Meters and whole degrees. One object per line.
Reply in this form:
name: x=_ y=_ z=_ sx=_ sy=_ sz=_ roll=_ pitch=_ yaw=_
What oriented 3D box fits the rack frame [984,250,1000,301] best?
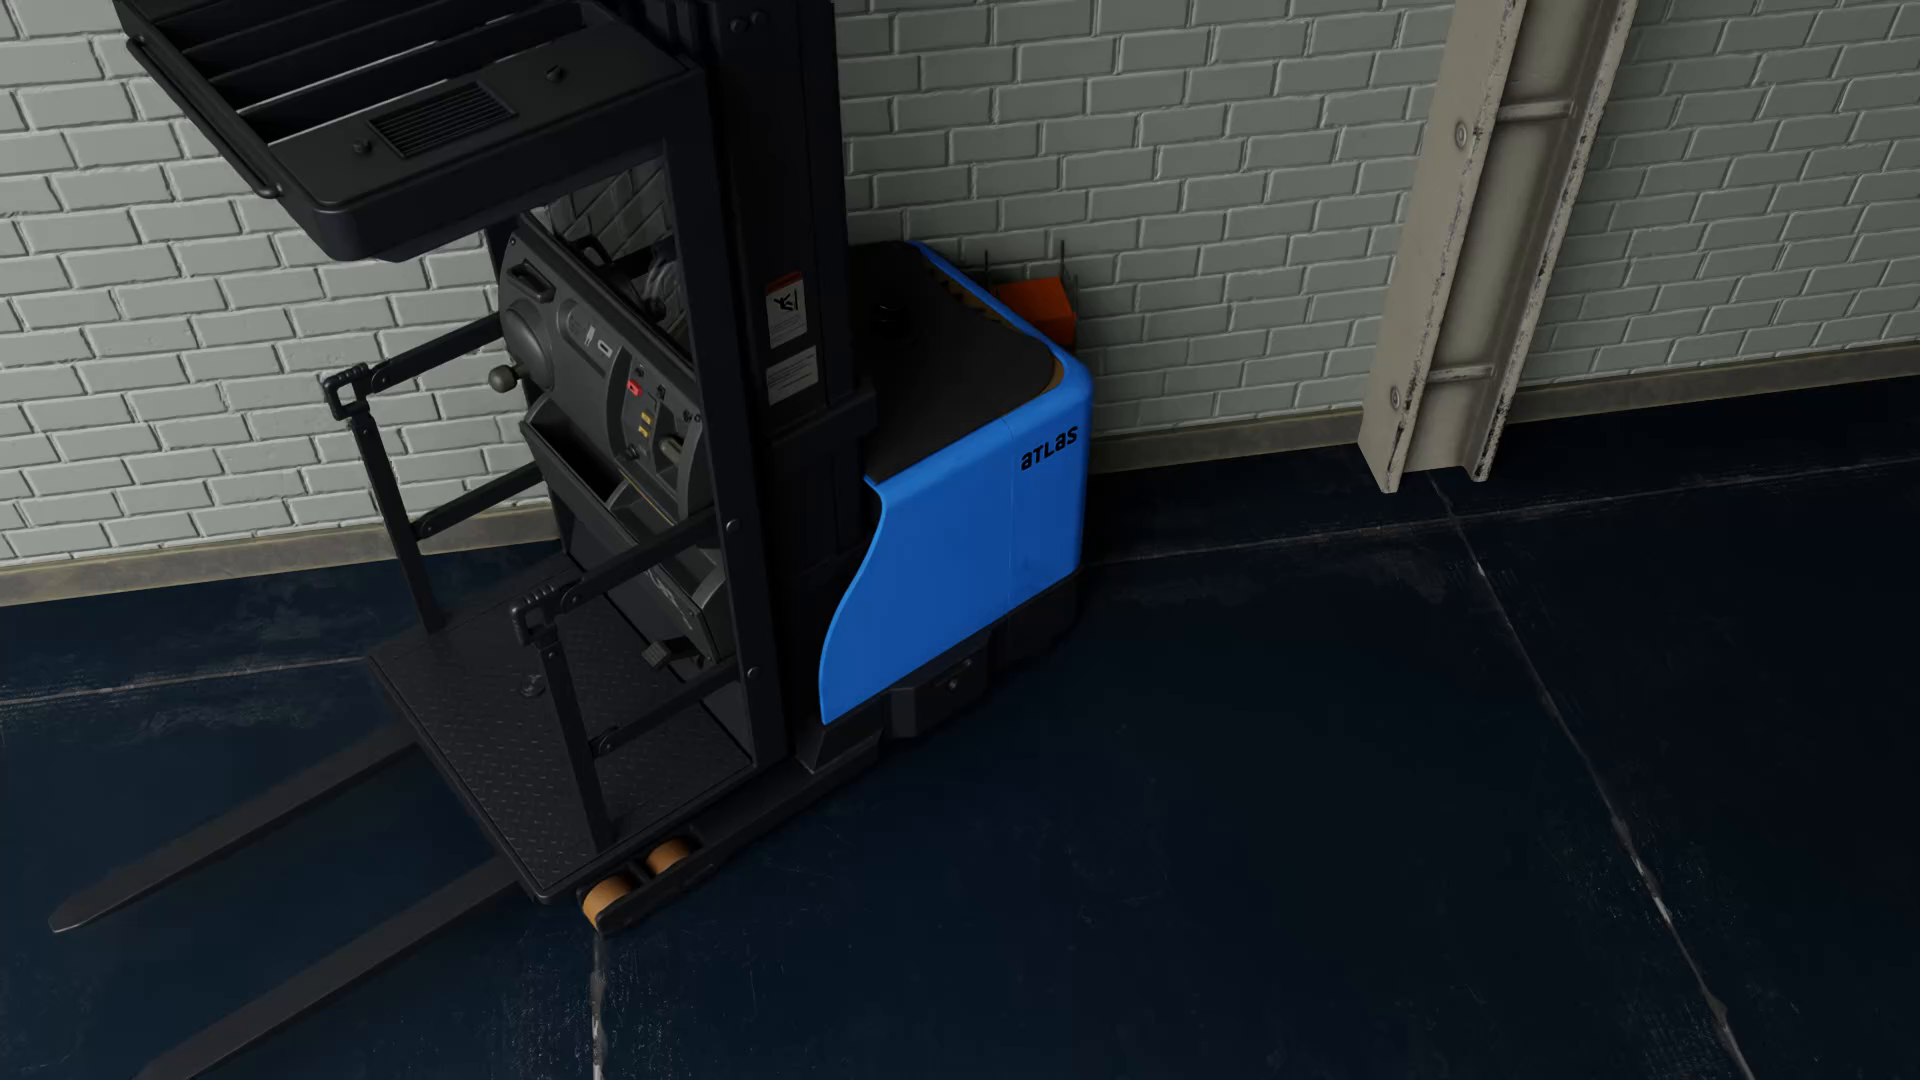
rack frame: x=0.109 y=-0.465 z=5.469 sx=0.008 sy=1.050 sz=0.200 roll=-9 pitch=47 yaw=-7

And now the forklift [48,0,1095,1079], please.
forklift: x=-1.064 y=-0.346 z=4.048 sx=3.031 sy=2.935 sz=1.130 roll=-30 pitch=53 yaw=-26

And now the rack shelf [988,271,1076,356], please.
rack shelf: x=0.223 y=-0.672 z=5.285 sx=0.240 sy=0.259 sz=0.215 roll=-9 pitch=47 yaw=-7

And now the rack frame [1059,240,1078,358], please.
rack frame: x=0.349 y=-0.502 z=5.497 sx=0.008 sy=1.050 sz=0.200 roll=-9 pitch=47 yaw=-7

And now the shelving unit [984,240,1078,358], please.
shelving unit: x=0.229 y=-0.484 z=5.483 sx=0.252 sy=1.050 sz=0.215 roll=-9 pitch=47 yaw=-7
